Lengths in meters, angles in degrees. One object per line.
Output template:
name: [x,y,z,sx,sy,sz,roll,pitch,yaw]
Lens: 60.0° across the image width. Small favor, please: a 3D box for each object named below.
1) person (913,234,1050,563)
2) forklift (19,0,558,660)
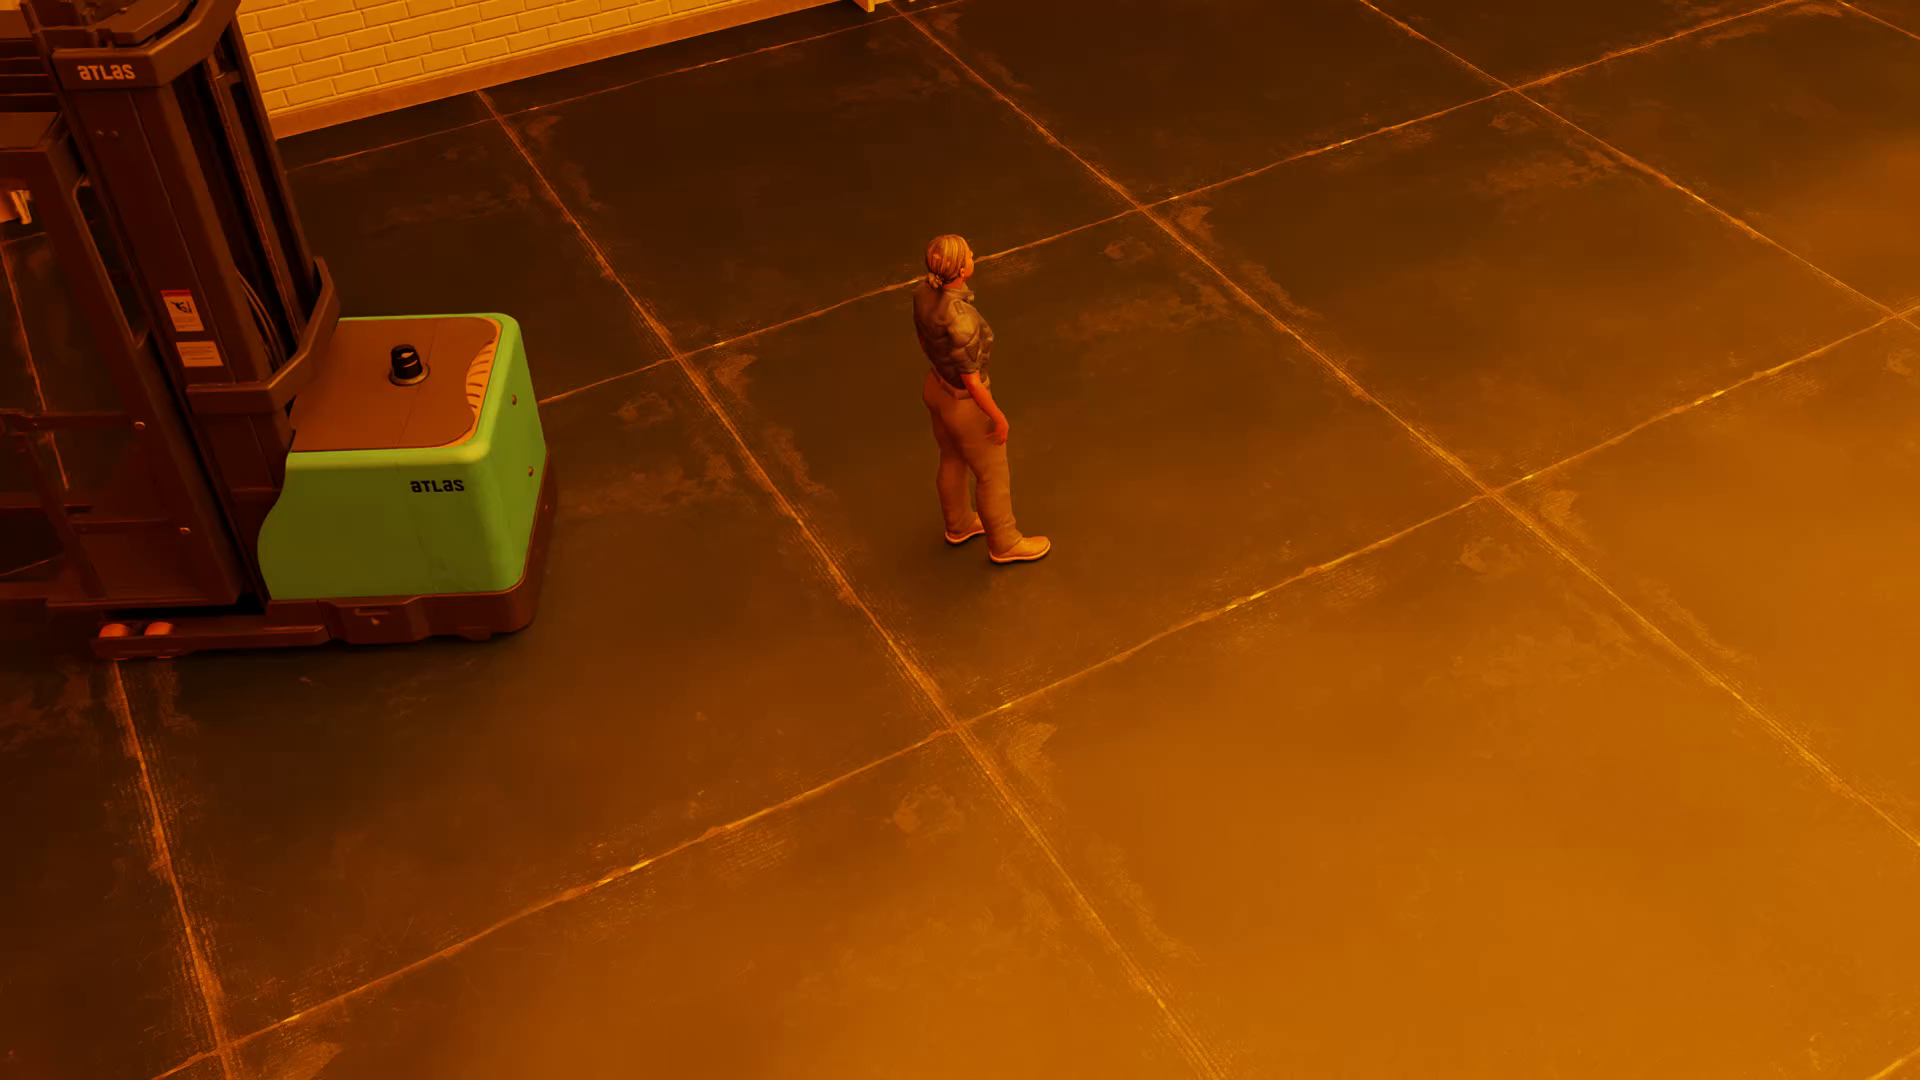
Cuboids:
person: [0.086,-0.630,7.305,0.504,1.654,0.570,-21,47,-21]
forklift: [-3.426,-0.920,6.689,3.031,2.935,1.130,-2,43,-2]
